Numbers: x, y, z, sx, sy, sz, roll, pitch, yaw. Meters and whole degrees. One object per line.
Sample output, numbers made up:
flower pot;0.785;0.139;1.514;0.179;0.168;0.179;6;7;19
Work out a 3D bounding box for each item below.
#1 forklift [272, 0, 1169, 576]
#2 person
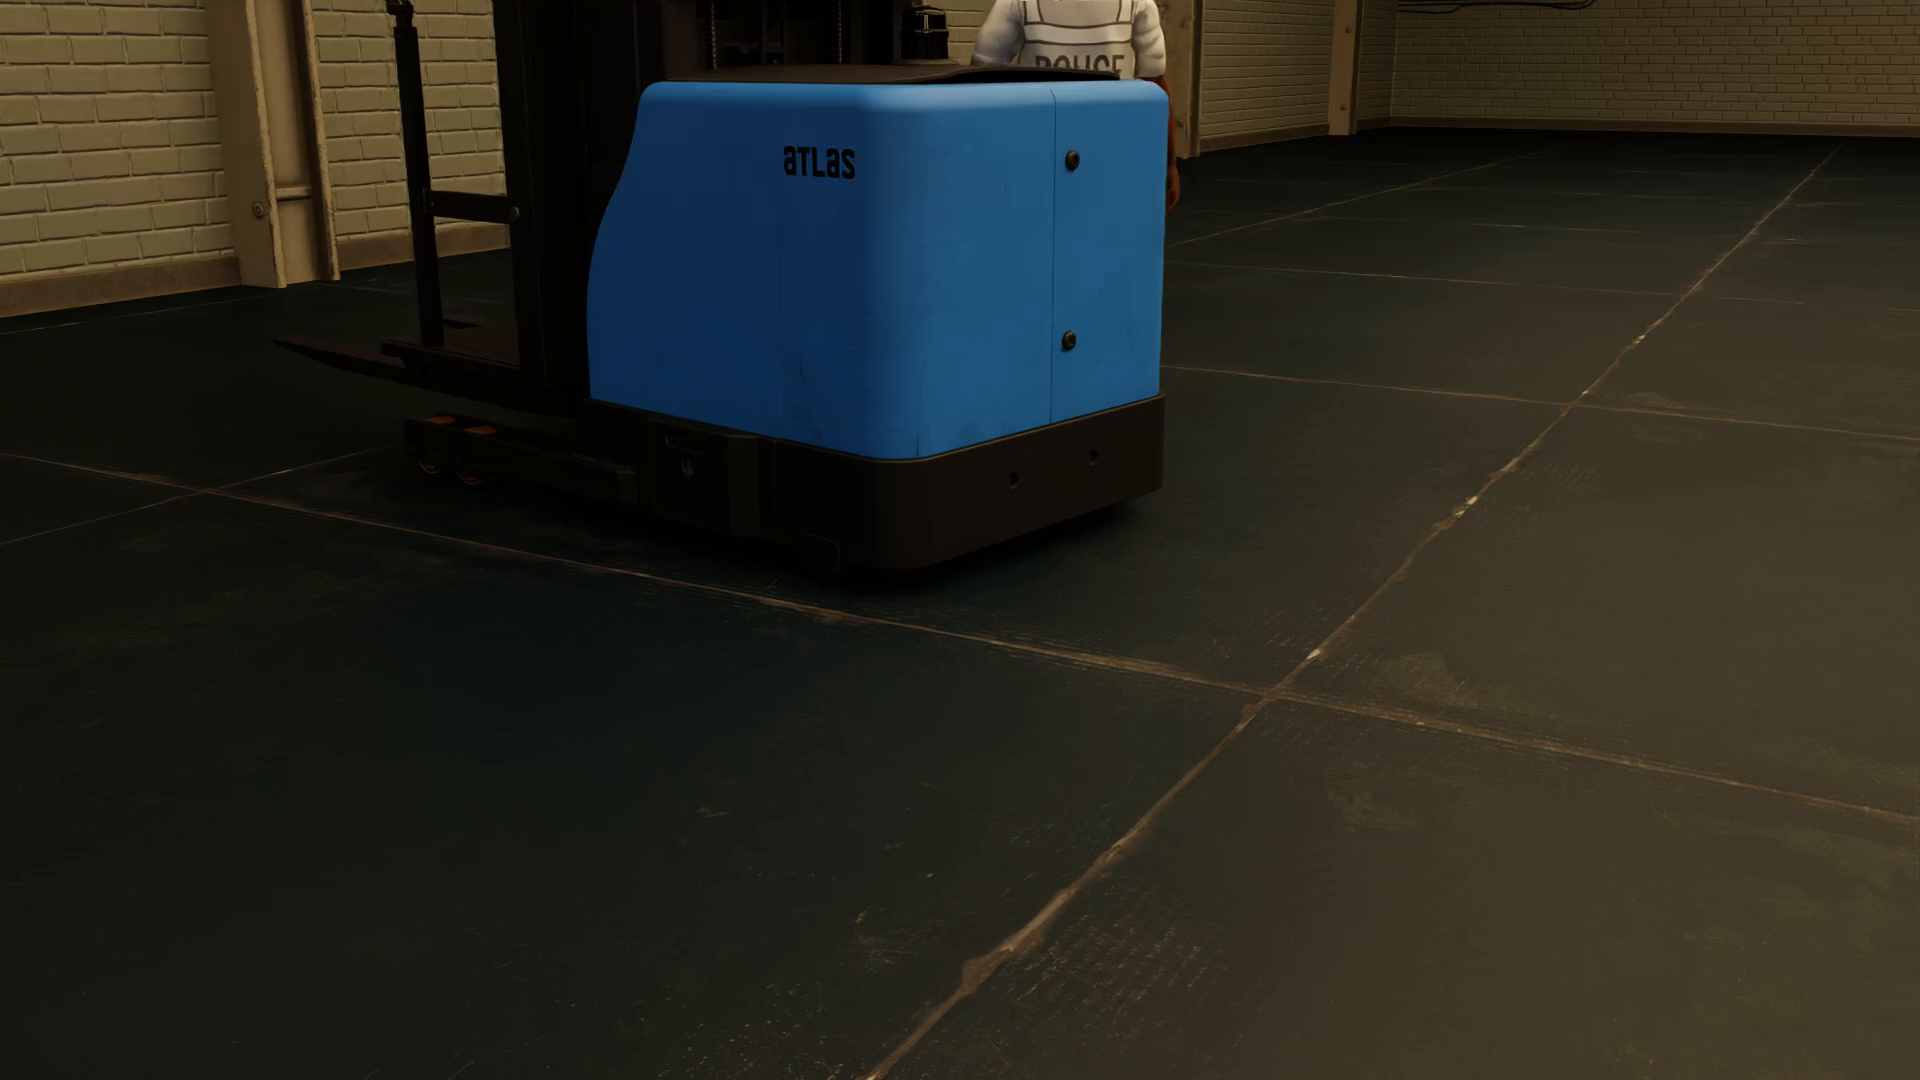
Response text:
forklift;-0.925;-1.652;4.461;3.031;2.935;1.130;14;21;39
person;0.299;-1.079;4.972;0.748;1.642;0.636;-1;16;-4
